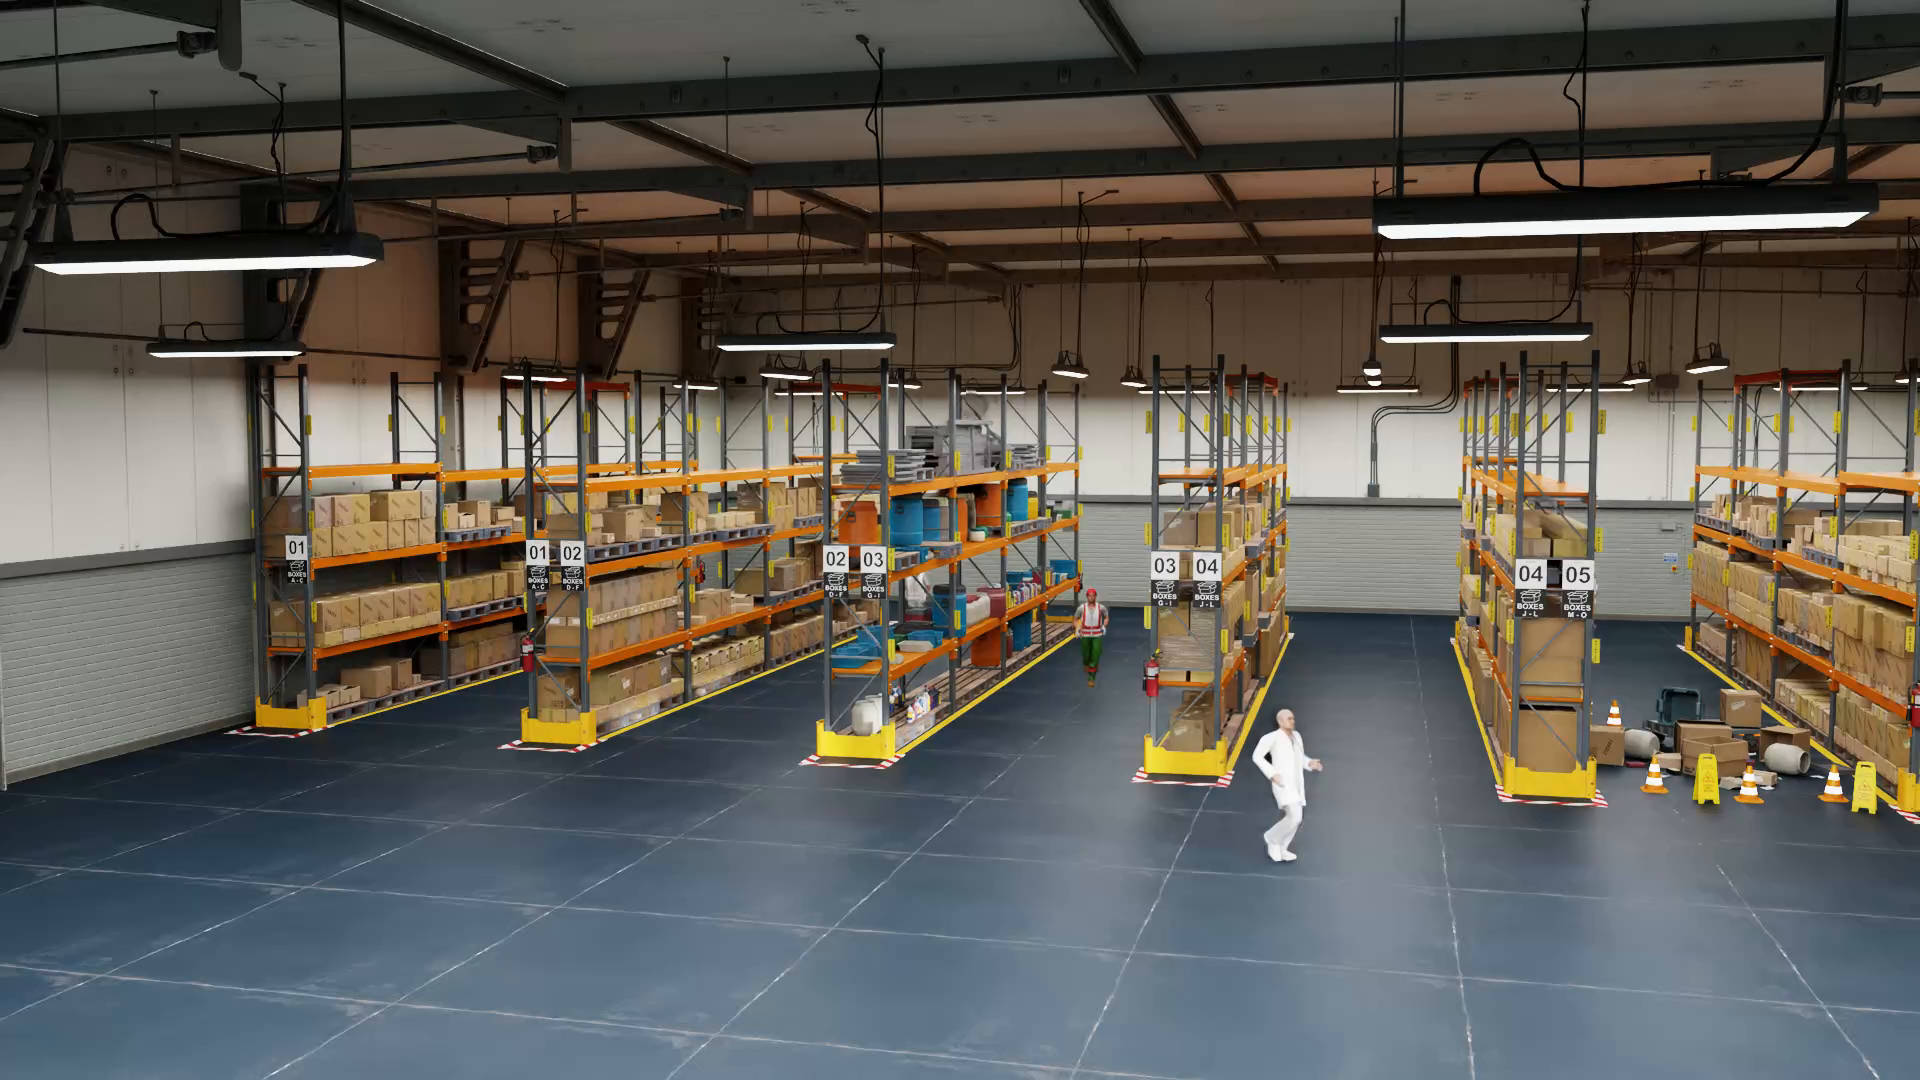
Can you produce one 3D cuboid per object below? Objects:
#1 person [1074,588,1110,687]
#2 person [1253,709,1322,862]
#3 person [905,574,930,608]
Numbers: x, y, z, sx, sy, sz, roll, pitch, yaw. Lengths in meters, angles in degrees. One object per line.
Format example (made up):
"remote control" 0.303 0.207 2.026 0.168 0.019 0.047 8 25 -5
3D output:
"person" 2.397 1.758 30.242 0.655 1.771 0.744 0 4 1
"person" 3.779 2.815 18.979 0.694 1.744 0.642 -3 5 -41
"person" -1.060 1.414 39.454 0.689 1.750 0.603 1 4 11
